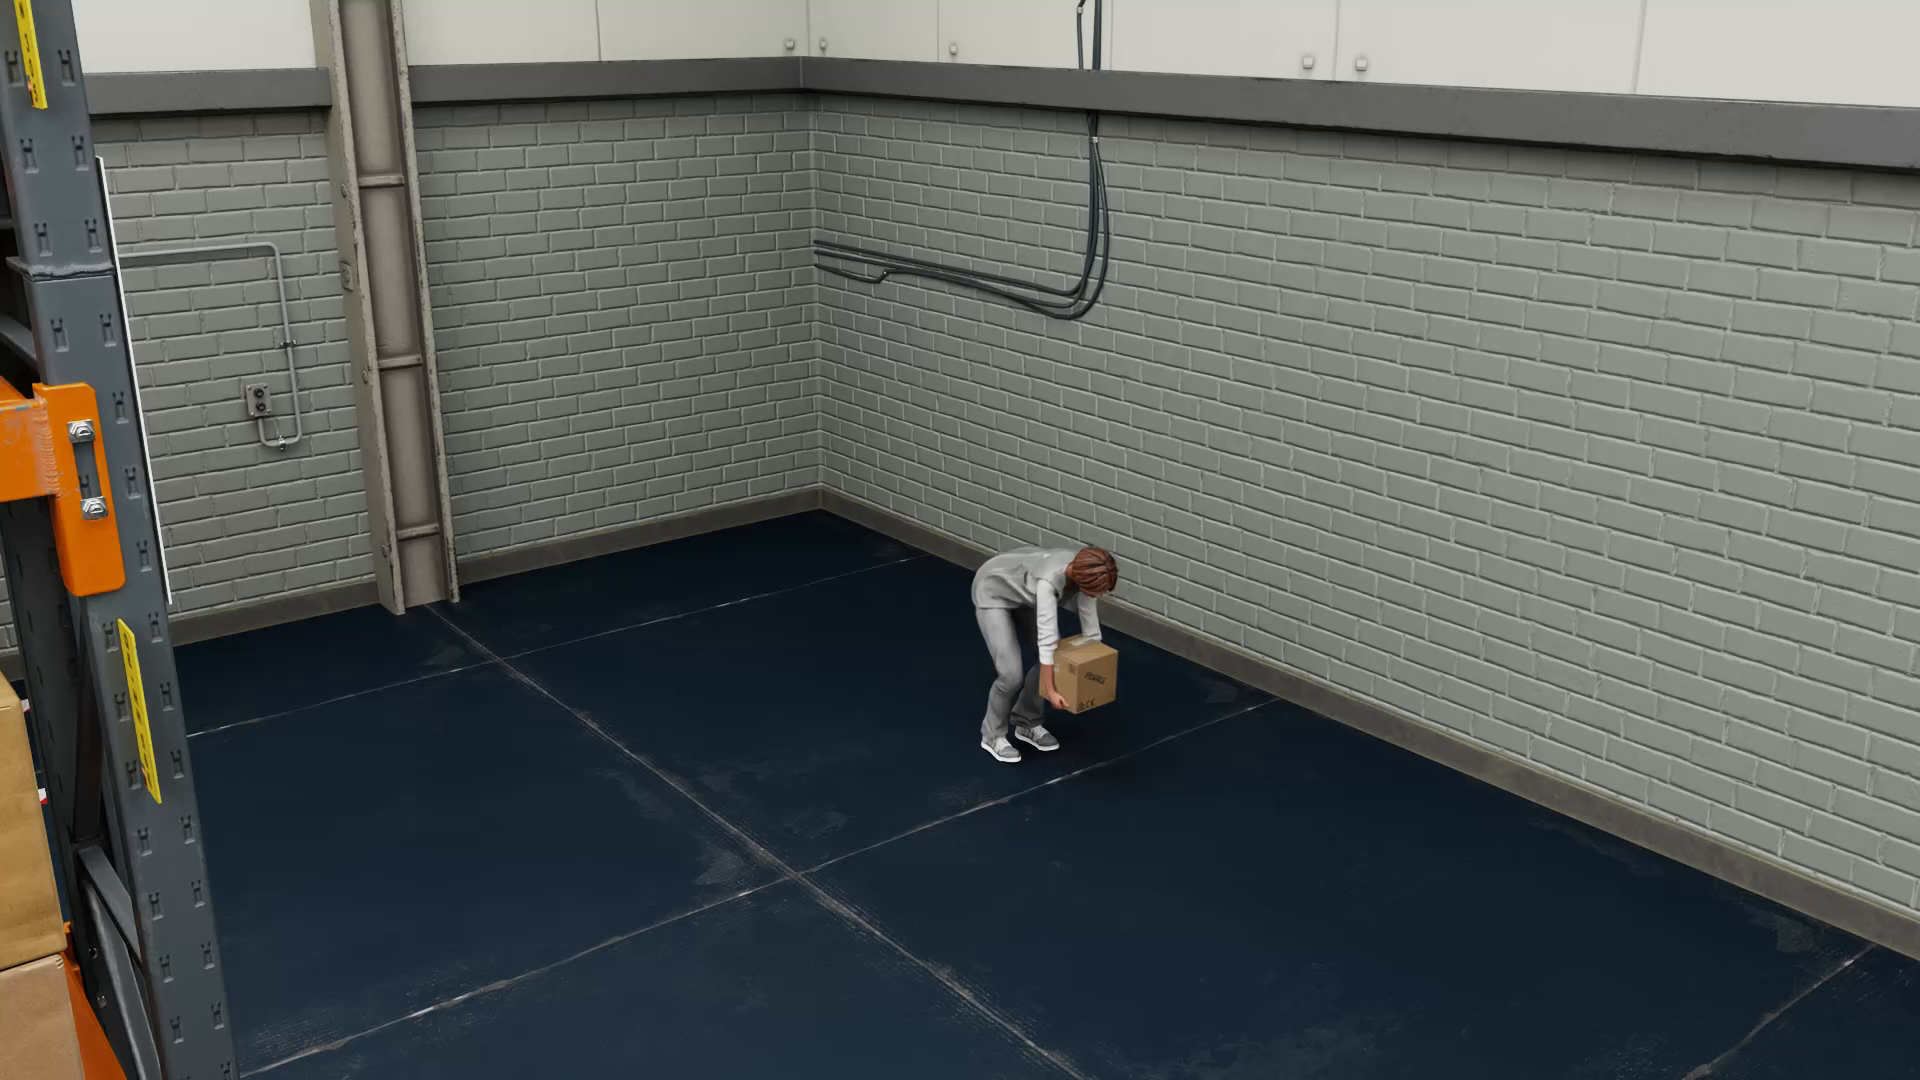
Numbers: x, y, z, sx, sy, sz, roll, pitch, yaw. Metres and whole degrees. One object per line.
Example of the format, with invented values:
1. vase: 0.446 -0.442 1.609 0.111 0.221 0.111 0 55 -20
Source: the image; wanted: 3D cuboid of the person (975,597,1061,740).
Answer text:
1. person: 0.263 0.563 7.910 0.398 0.792 0.365 -15 23 -38
